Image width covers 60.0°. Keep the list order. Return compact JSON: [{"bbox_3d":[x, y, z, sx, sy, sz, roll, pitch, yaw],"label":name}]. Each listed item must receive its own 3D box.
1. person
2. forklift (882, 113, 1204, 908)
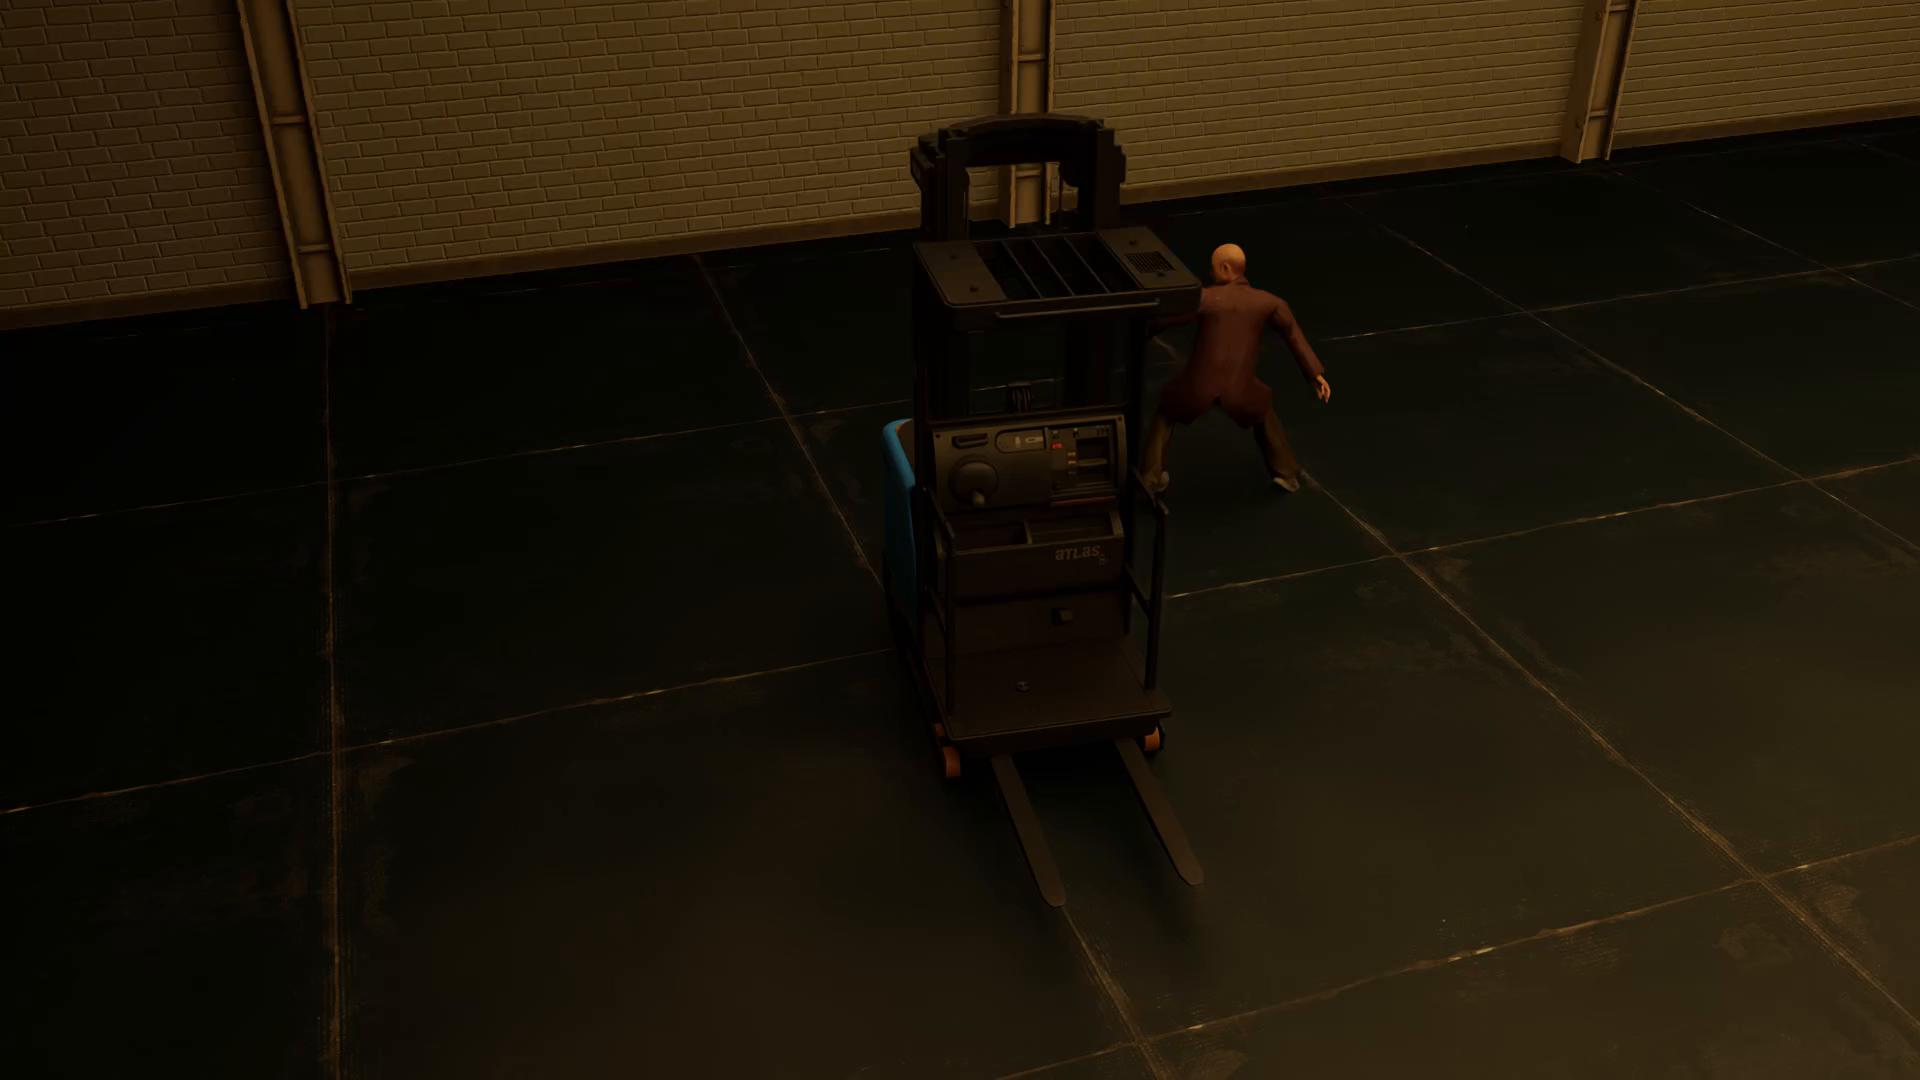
[{"bbox_3d":[1.652,-0.939,10.169,1.144,1.739,0.597,3,30,5],"label":"person"},{"bbox_3d":[0.381,-0.323,7.648,1.130,2.935,3.031,-6,31,-11],"label":"forklift"}]
